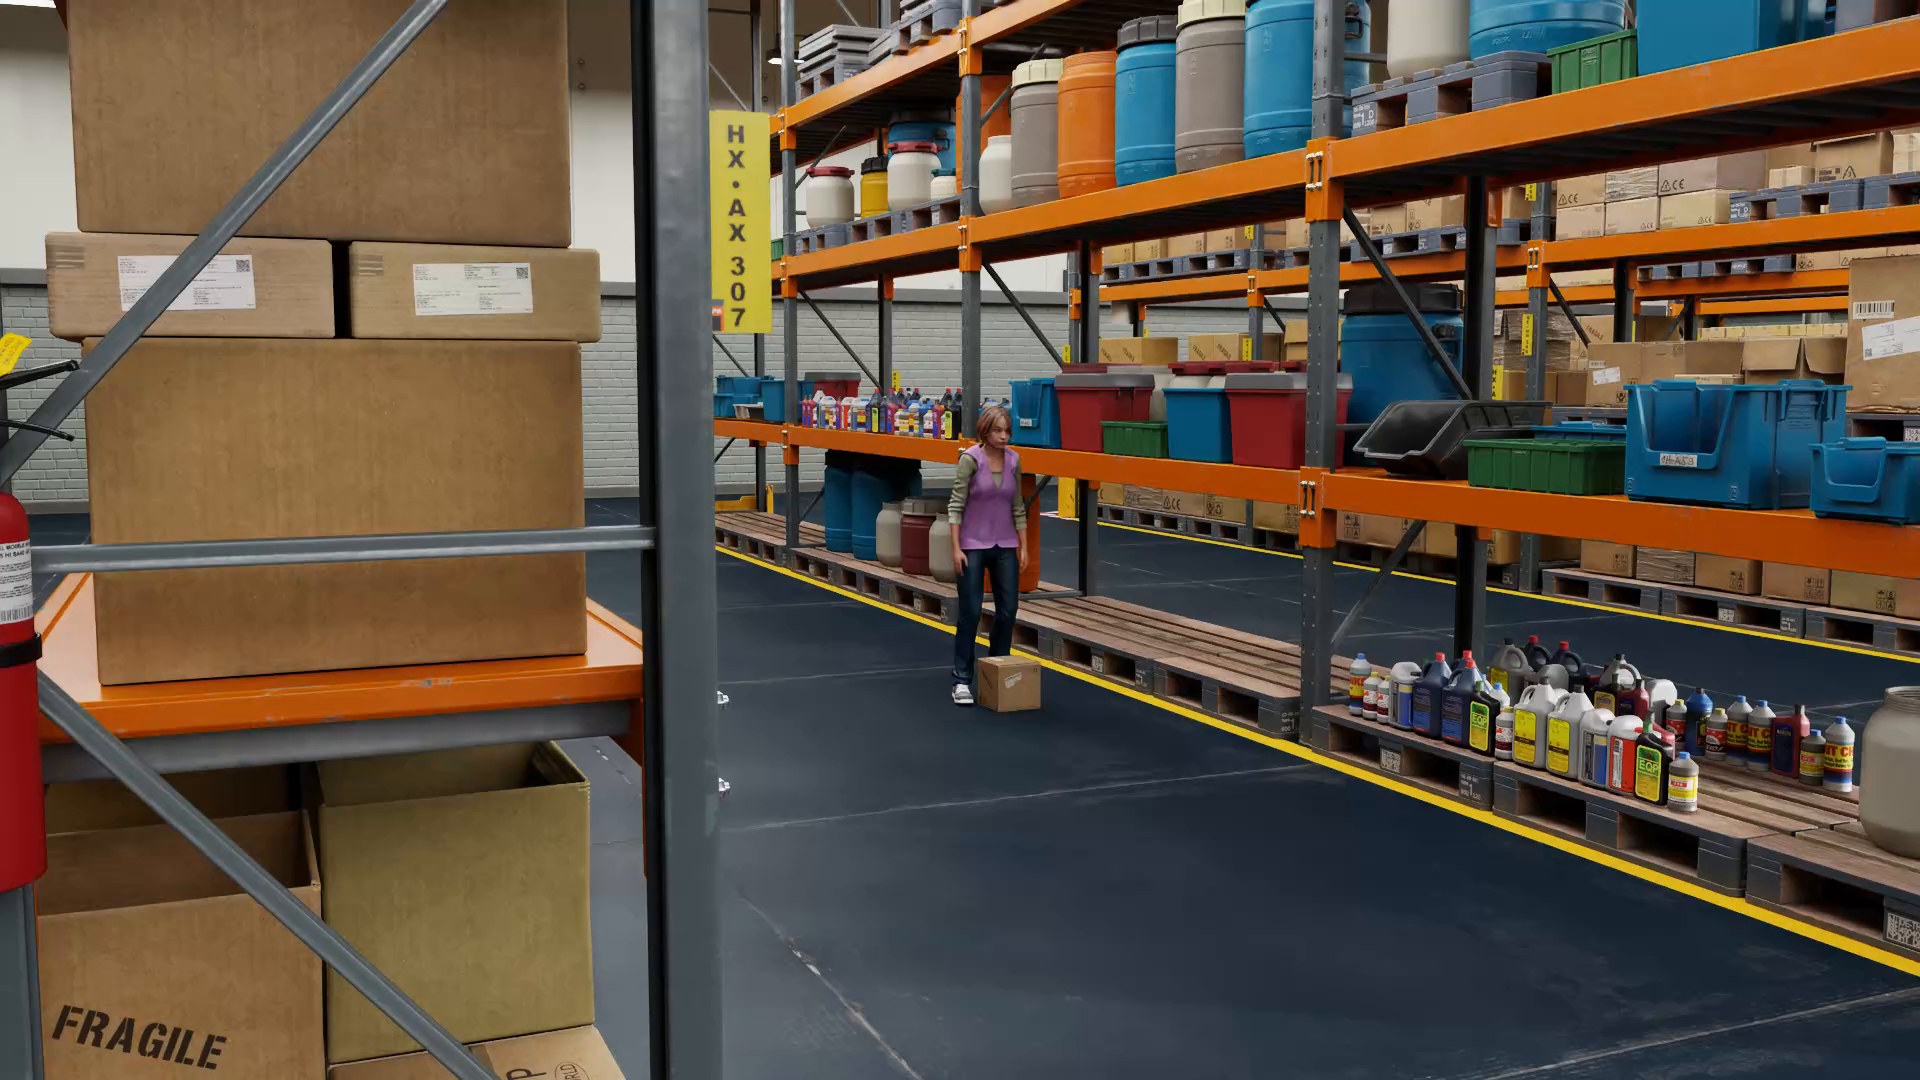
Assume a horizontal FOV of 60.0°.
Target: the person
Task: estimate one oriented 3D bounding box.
[{"bbox_3d":[0.155,0.072,8.977,0.463,1.593,0.344,-2,6,-24],"label":"person"}]
